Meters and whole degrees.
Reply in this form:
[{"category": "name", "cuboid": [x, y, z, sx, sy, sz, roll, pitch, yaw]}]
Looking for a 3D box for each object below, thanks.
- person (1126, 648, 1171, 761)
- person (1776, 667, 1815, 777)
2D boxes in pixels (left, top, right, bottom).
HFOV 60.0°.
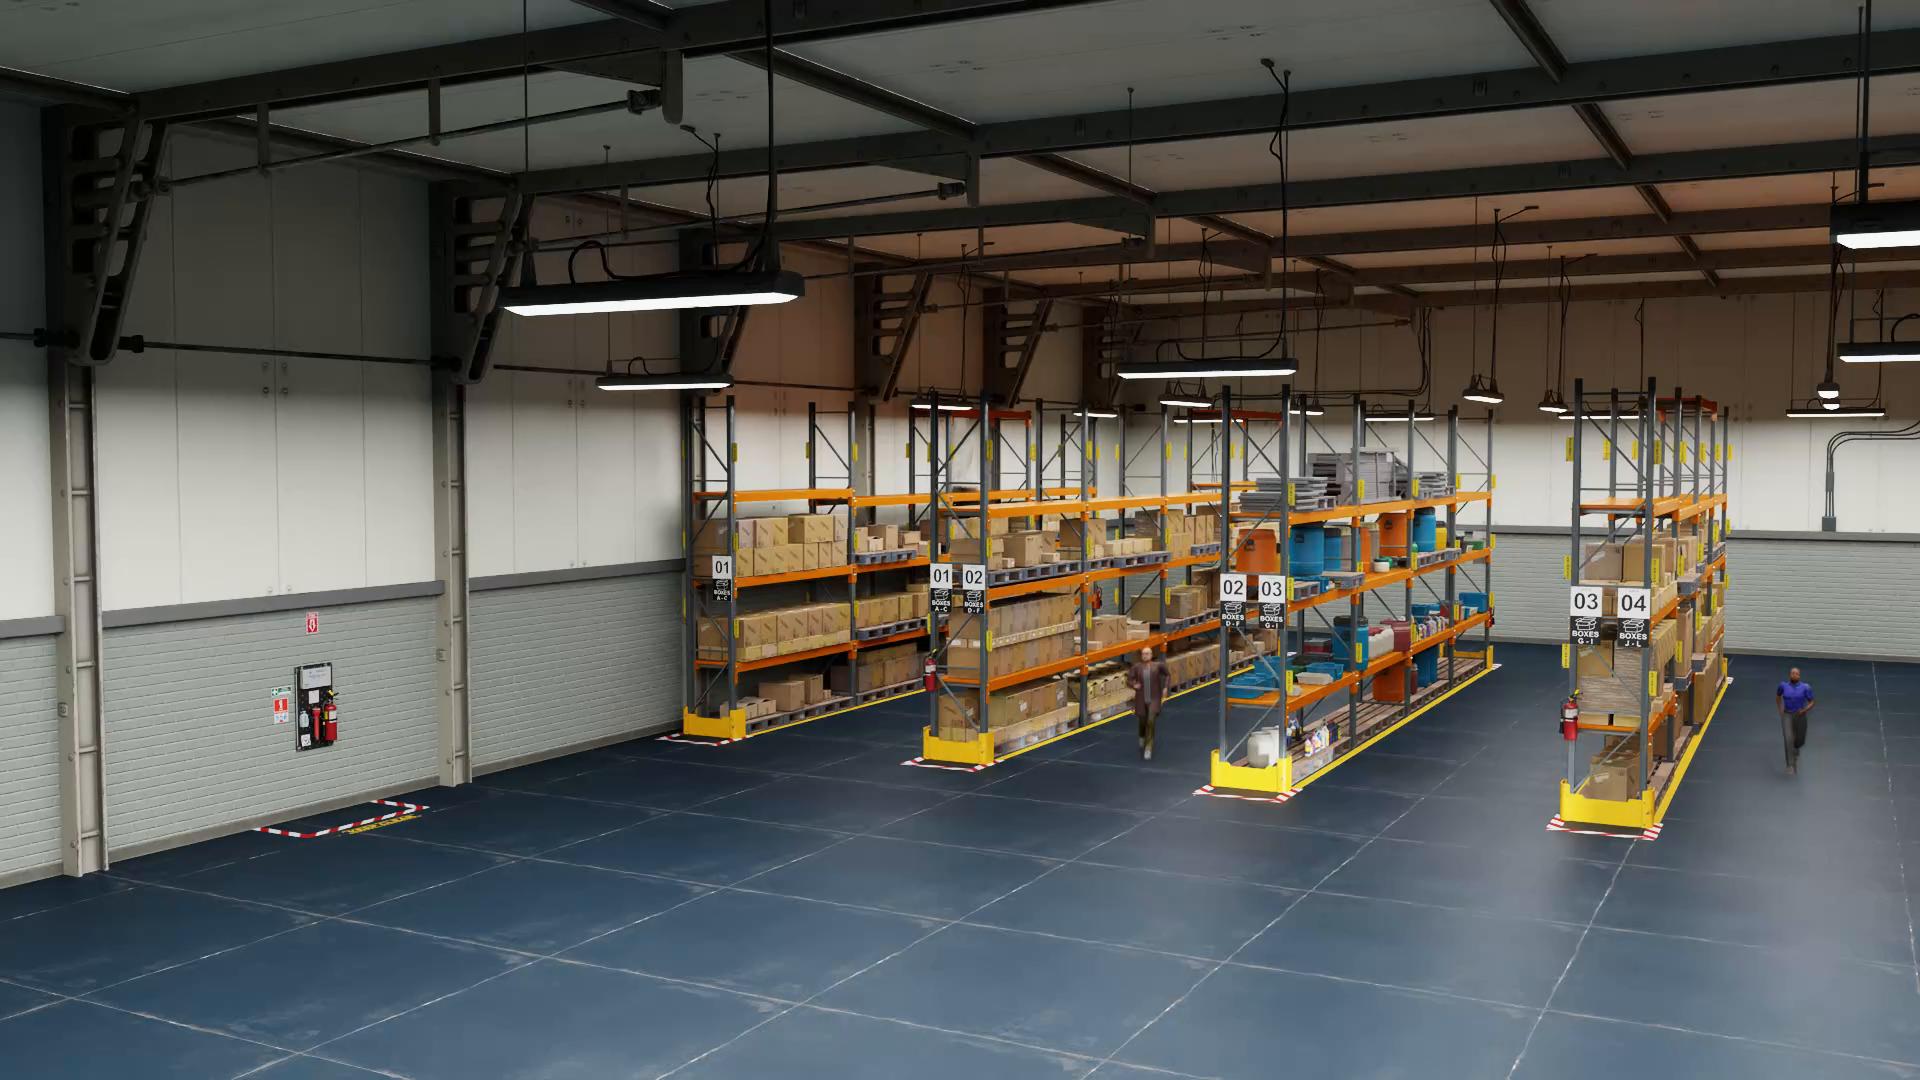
[{"category": "person", "cuboid": [3.110, 2.664, 27.479, 0.718, 1.799, 1.059, 1, 3, 15]}, {"category": "person", "cuboid": [13.116, 2.824, 26.112, 0.546, 1.659, 1.028, 1, 3, 22]}]
